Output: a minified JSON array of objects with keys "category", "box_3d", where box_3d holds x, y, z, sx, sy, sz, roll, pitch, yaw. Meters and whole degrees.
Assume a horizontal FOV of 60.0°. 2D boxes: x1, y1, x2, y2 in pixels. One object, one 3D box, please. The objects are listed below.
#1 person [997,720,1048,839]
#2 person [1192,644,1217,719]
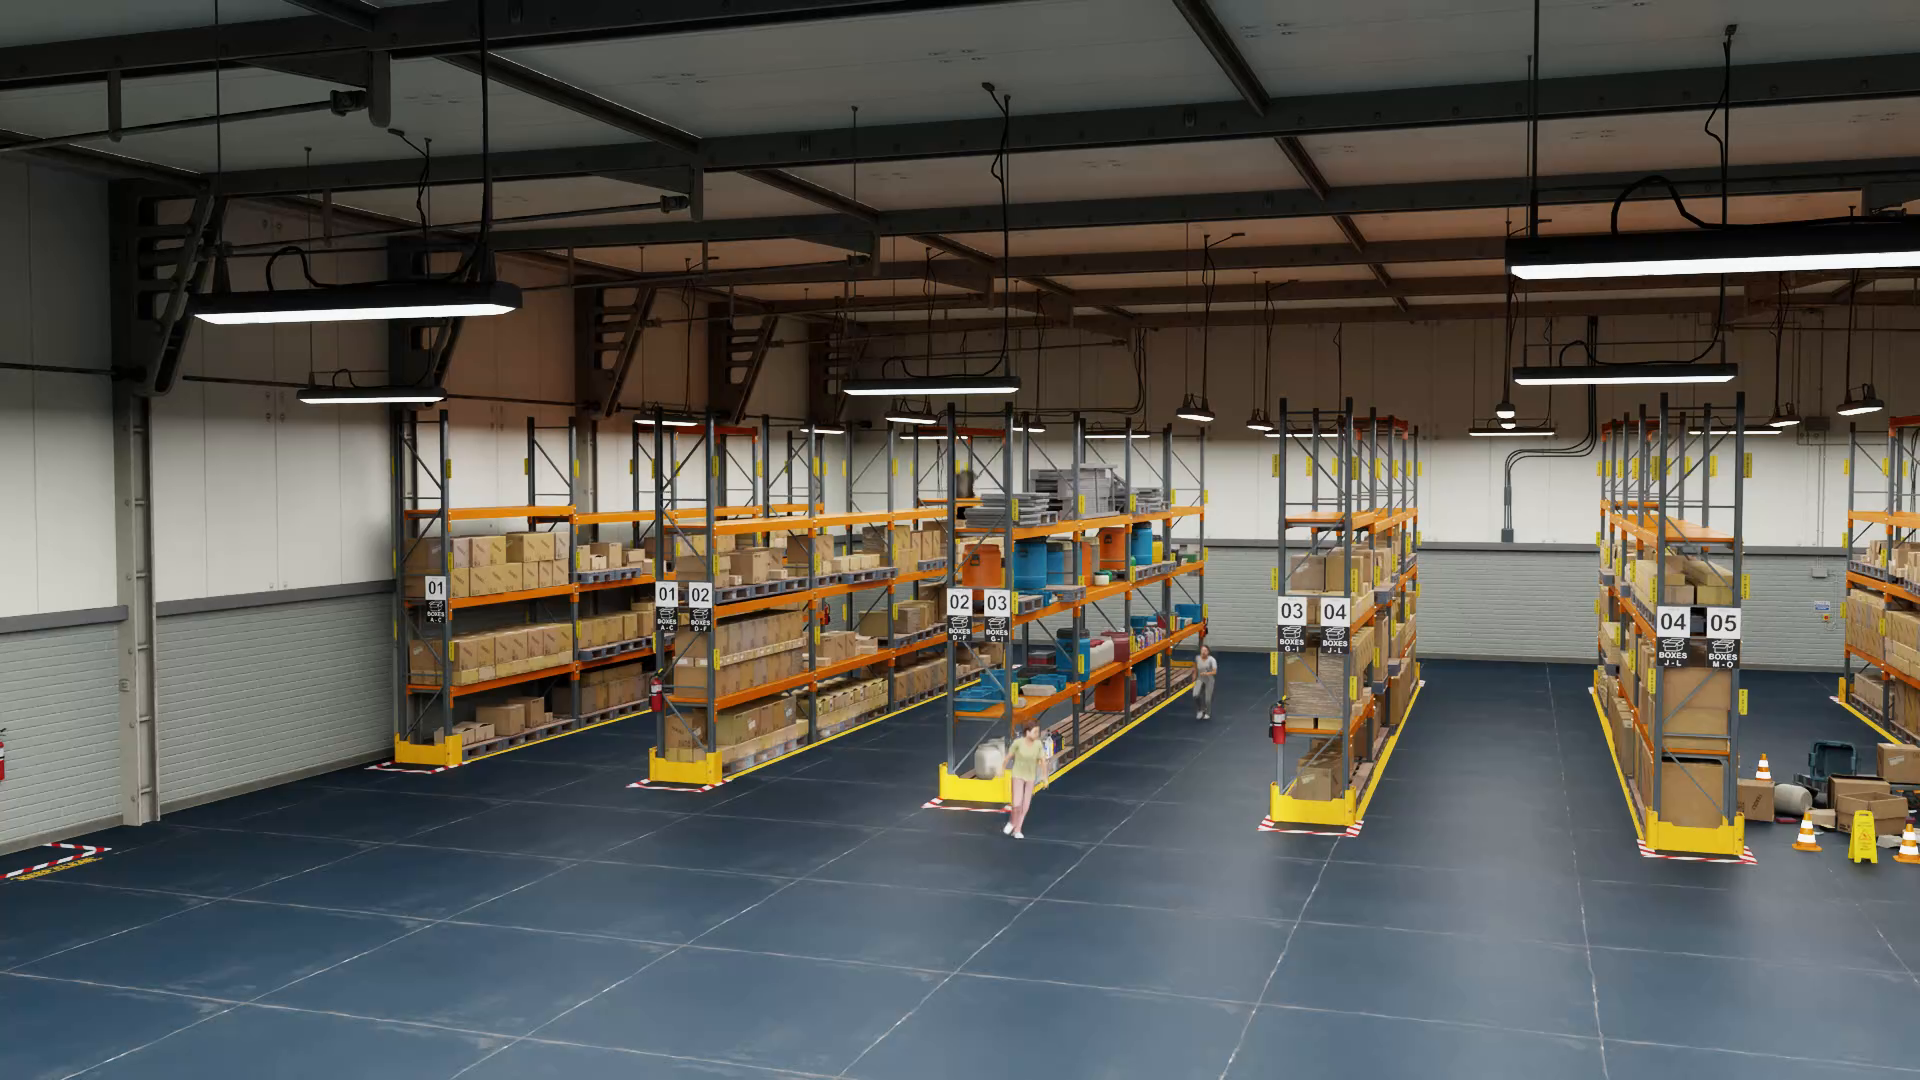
[{"category":"person","box_3d":[0.863,3.227,22.421,0.588,1.631,0.556,-1,3,-20]},{"category":"person","box_3d":[4.838,2.806,32.901,0.563,1.539,0.918,1,3,19]}]
